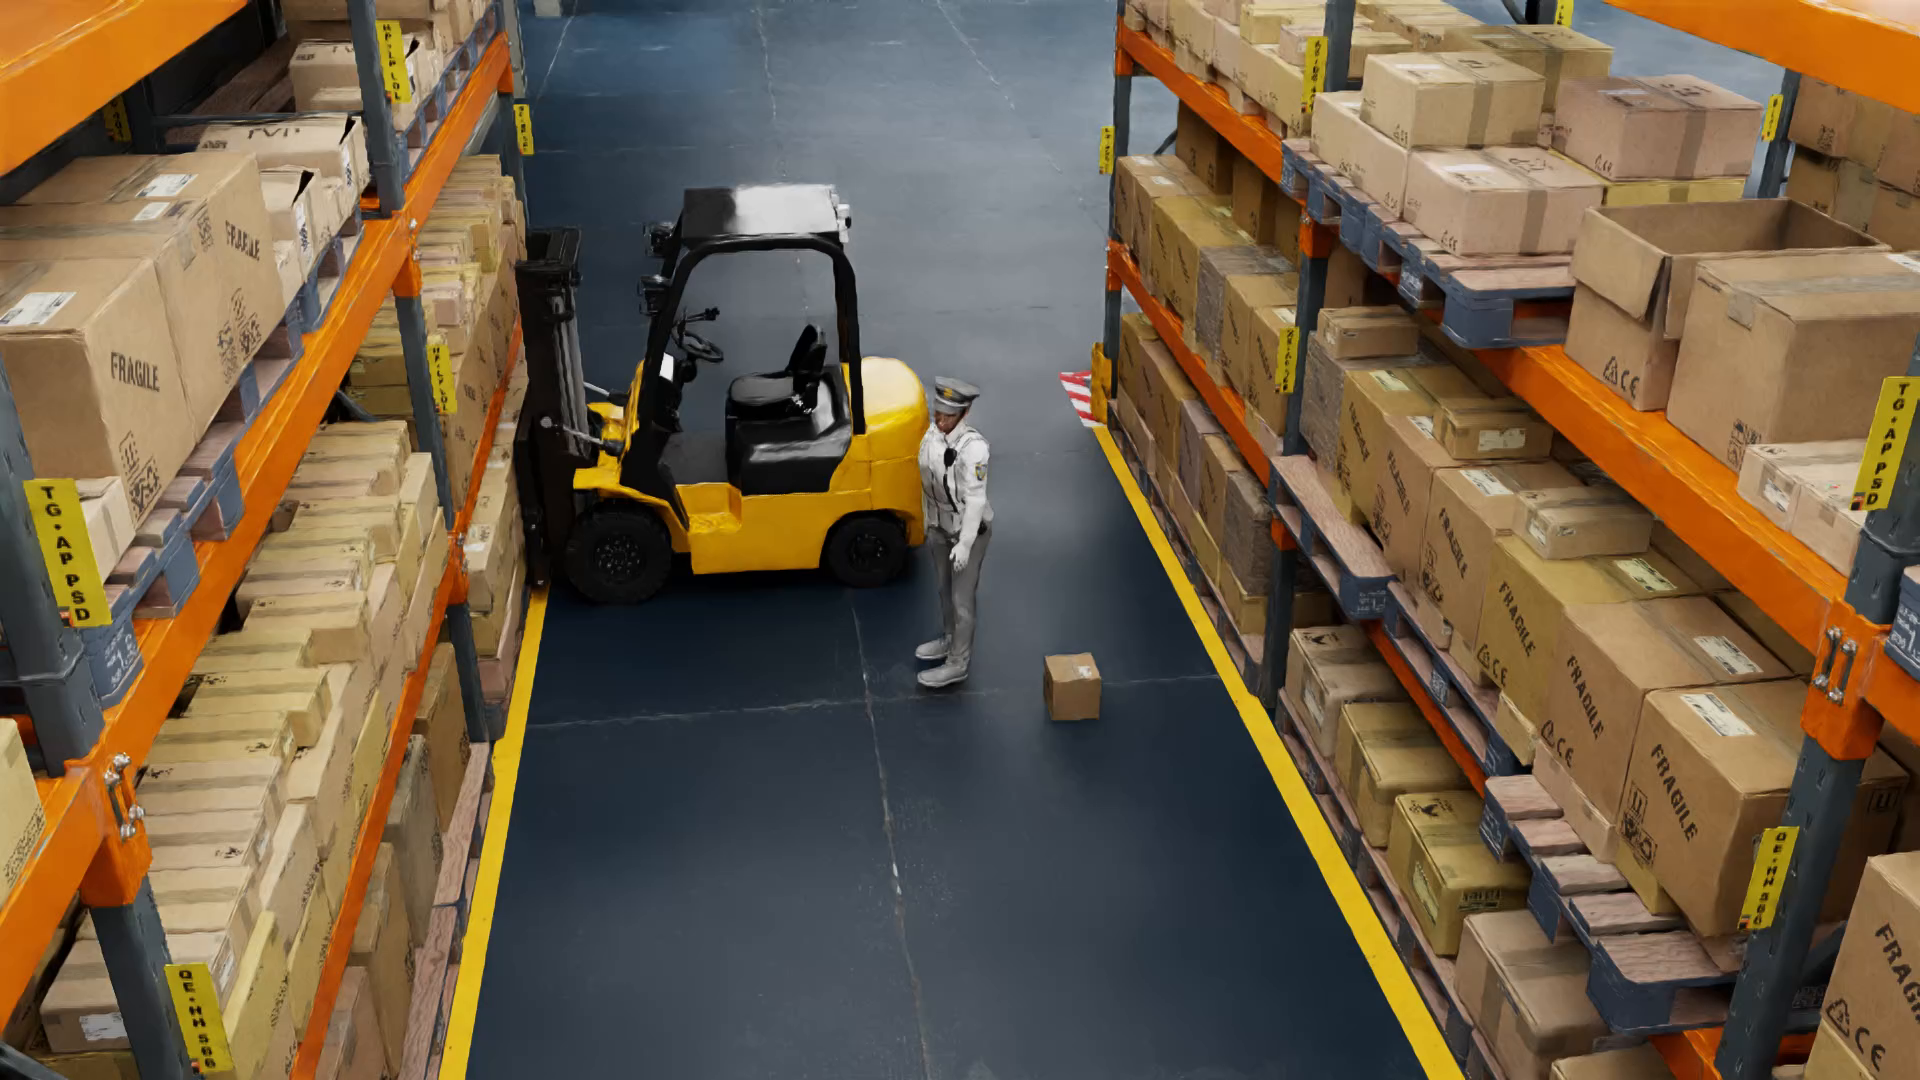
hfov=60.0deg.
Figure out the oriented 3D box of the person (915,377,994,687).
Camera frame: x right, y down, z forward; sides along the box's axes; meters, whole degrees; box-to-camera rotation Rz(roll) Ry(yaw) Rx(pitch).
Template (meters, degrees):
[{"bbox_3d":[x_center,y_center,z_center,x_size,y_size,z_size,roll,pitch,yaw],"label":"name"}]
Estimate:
[{"bbox_3d":[-0.093,-0.050,8.653,0.475,1.686,0.530,-19,33,-32],"label":"person"}]
